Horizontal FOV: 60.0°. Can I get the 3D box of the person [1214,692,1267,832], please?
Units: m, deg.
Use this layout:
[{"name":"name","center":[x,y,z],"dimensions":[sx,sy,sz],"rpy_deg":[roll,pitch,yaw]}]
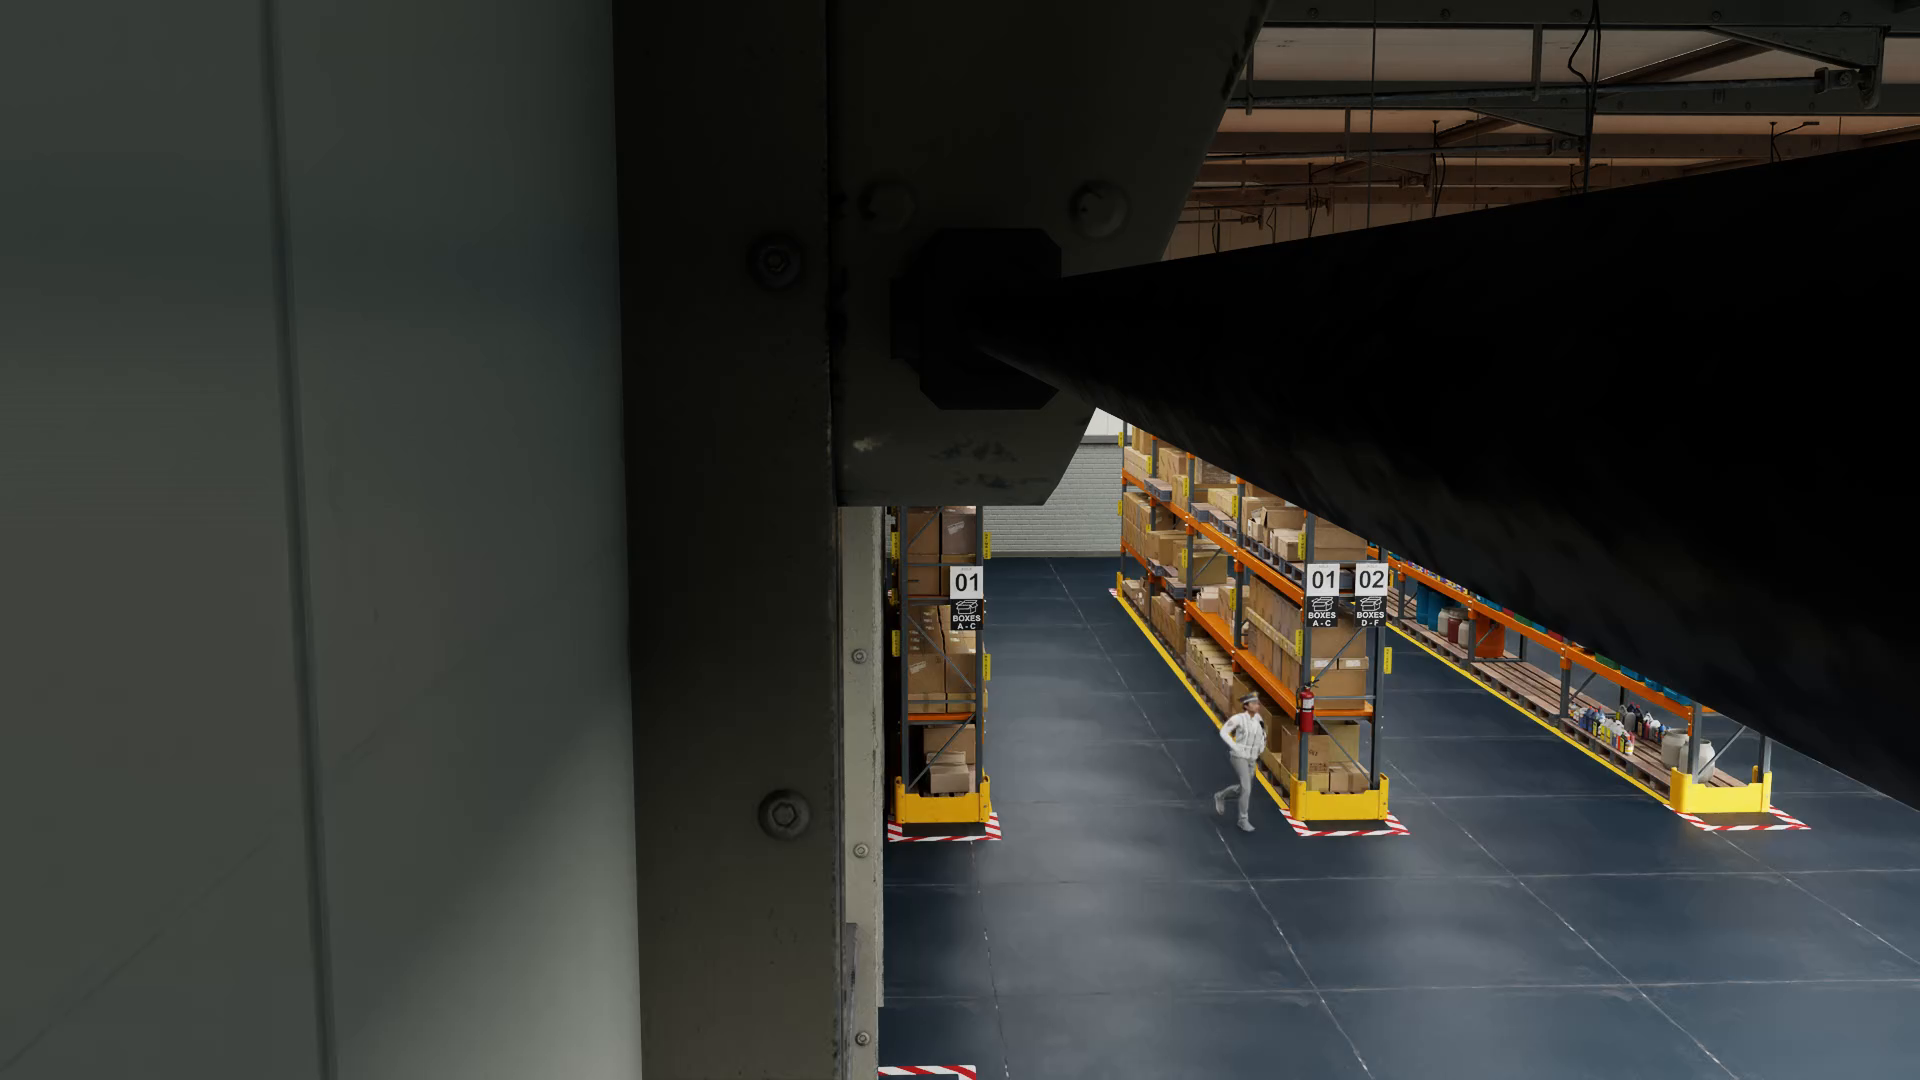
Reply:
[{"name":"person","center":[3.482,2.675,20.436],"dimensions":[0.658,1.687,0.771],"rpy_deg":[-5,9,-29]}]
